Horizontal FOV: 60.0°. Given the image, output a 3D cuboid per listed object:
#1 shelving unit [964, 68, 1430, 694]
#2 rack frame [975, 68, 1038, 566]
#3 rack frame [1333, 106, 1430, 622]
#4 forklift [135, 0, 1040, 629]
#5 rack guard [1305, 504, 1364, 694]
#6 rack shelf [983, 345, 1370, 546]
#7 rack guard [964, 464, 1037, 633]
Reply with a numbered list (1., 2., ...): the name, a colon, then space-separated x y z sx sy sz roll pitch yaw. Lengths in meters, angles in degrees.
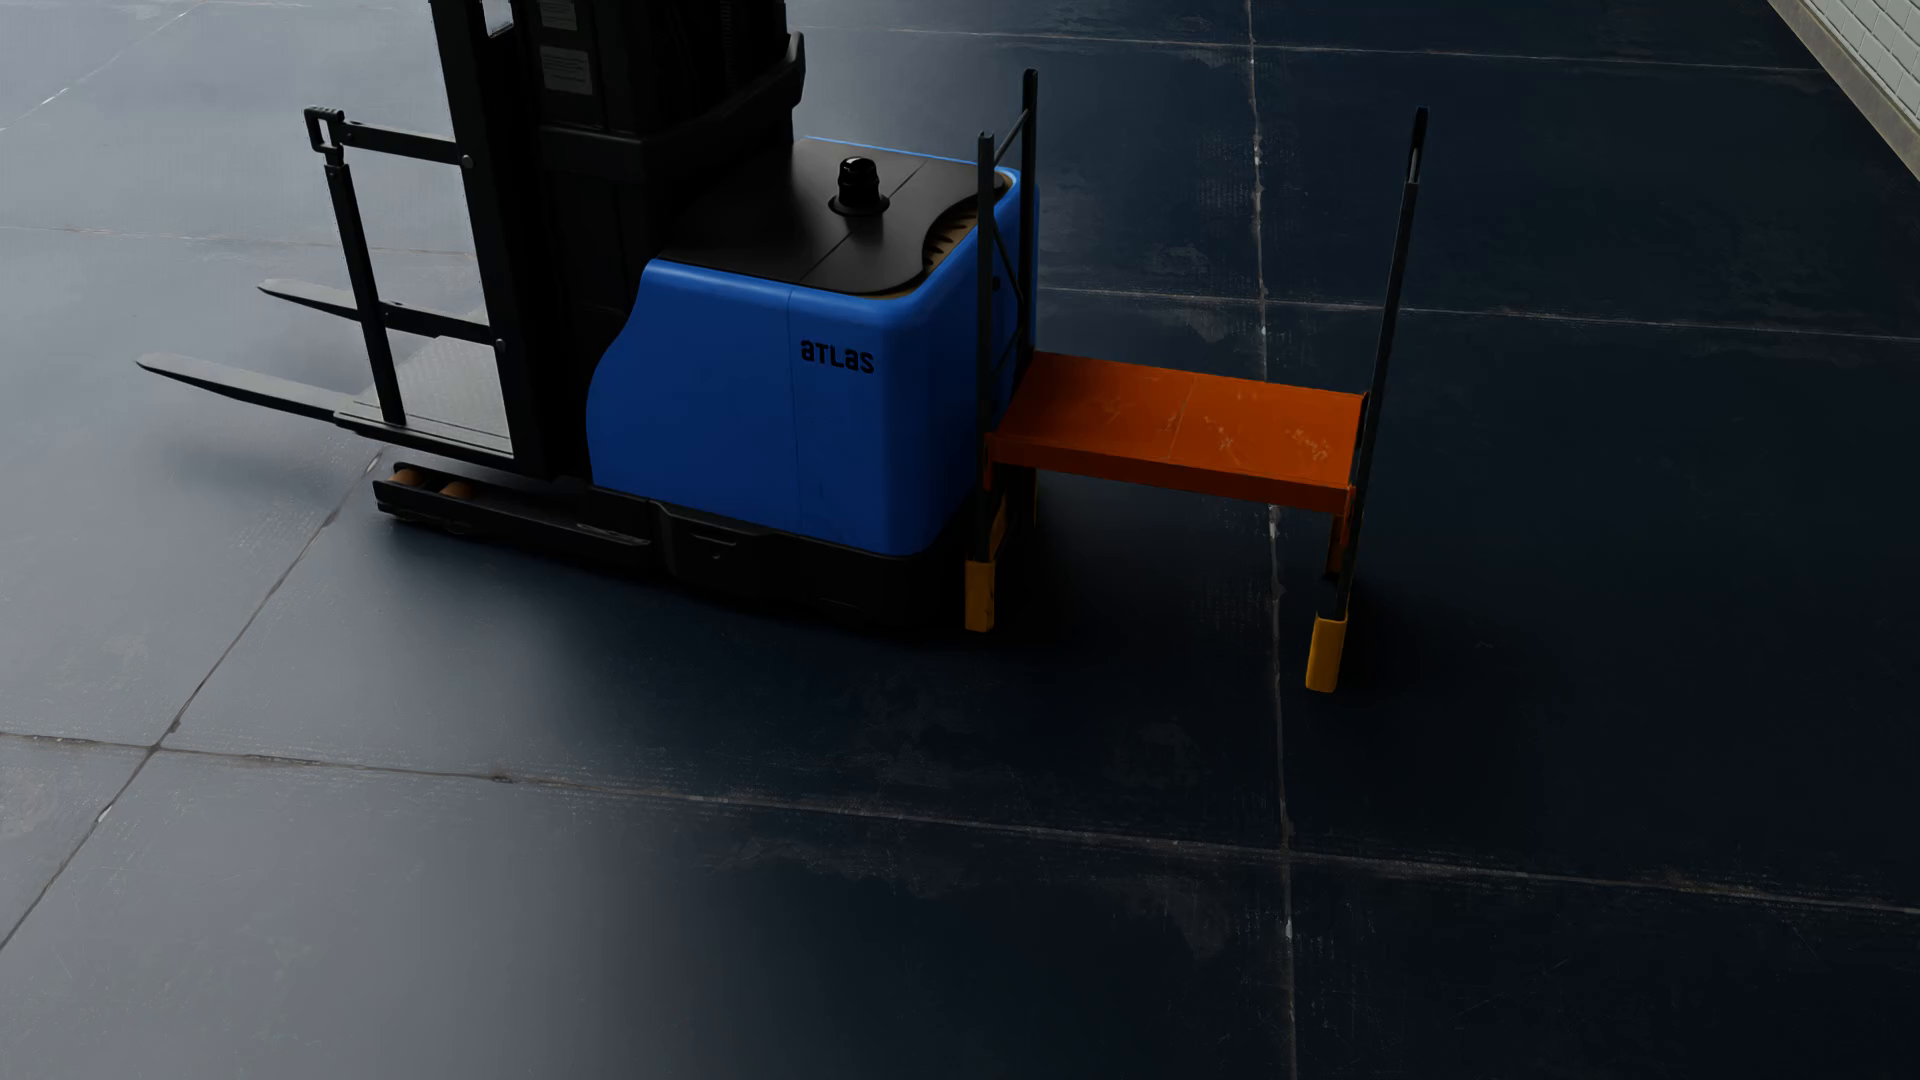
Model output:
1. shelving unit: 0.606 -0.428 4.558 1.083 1.500 0.587 9 37 13
2. rack frame: 0.126 -0.506 4.668 0.032 1.500 0.500 9 37 13
3. rack frame: 1.104 -0.346 4.444 0.032 1.500 0.500 9 37 13
4. forklift: -1.317 -1.478 4.798 3.031 2.935 1.130 13 38 18
5. rack guard: 1.085 0.159 4.811 0.087 0.250 0.587 9 37 13
6. rack shelf: 0.615 -0.280 4.661 1.000 0.185 0.538 9 37 13
7. rack guard: 0.127 0.003 5.031 0.087 0.250 0.587 9 37 13
